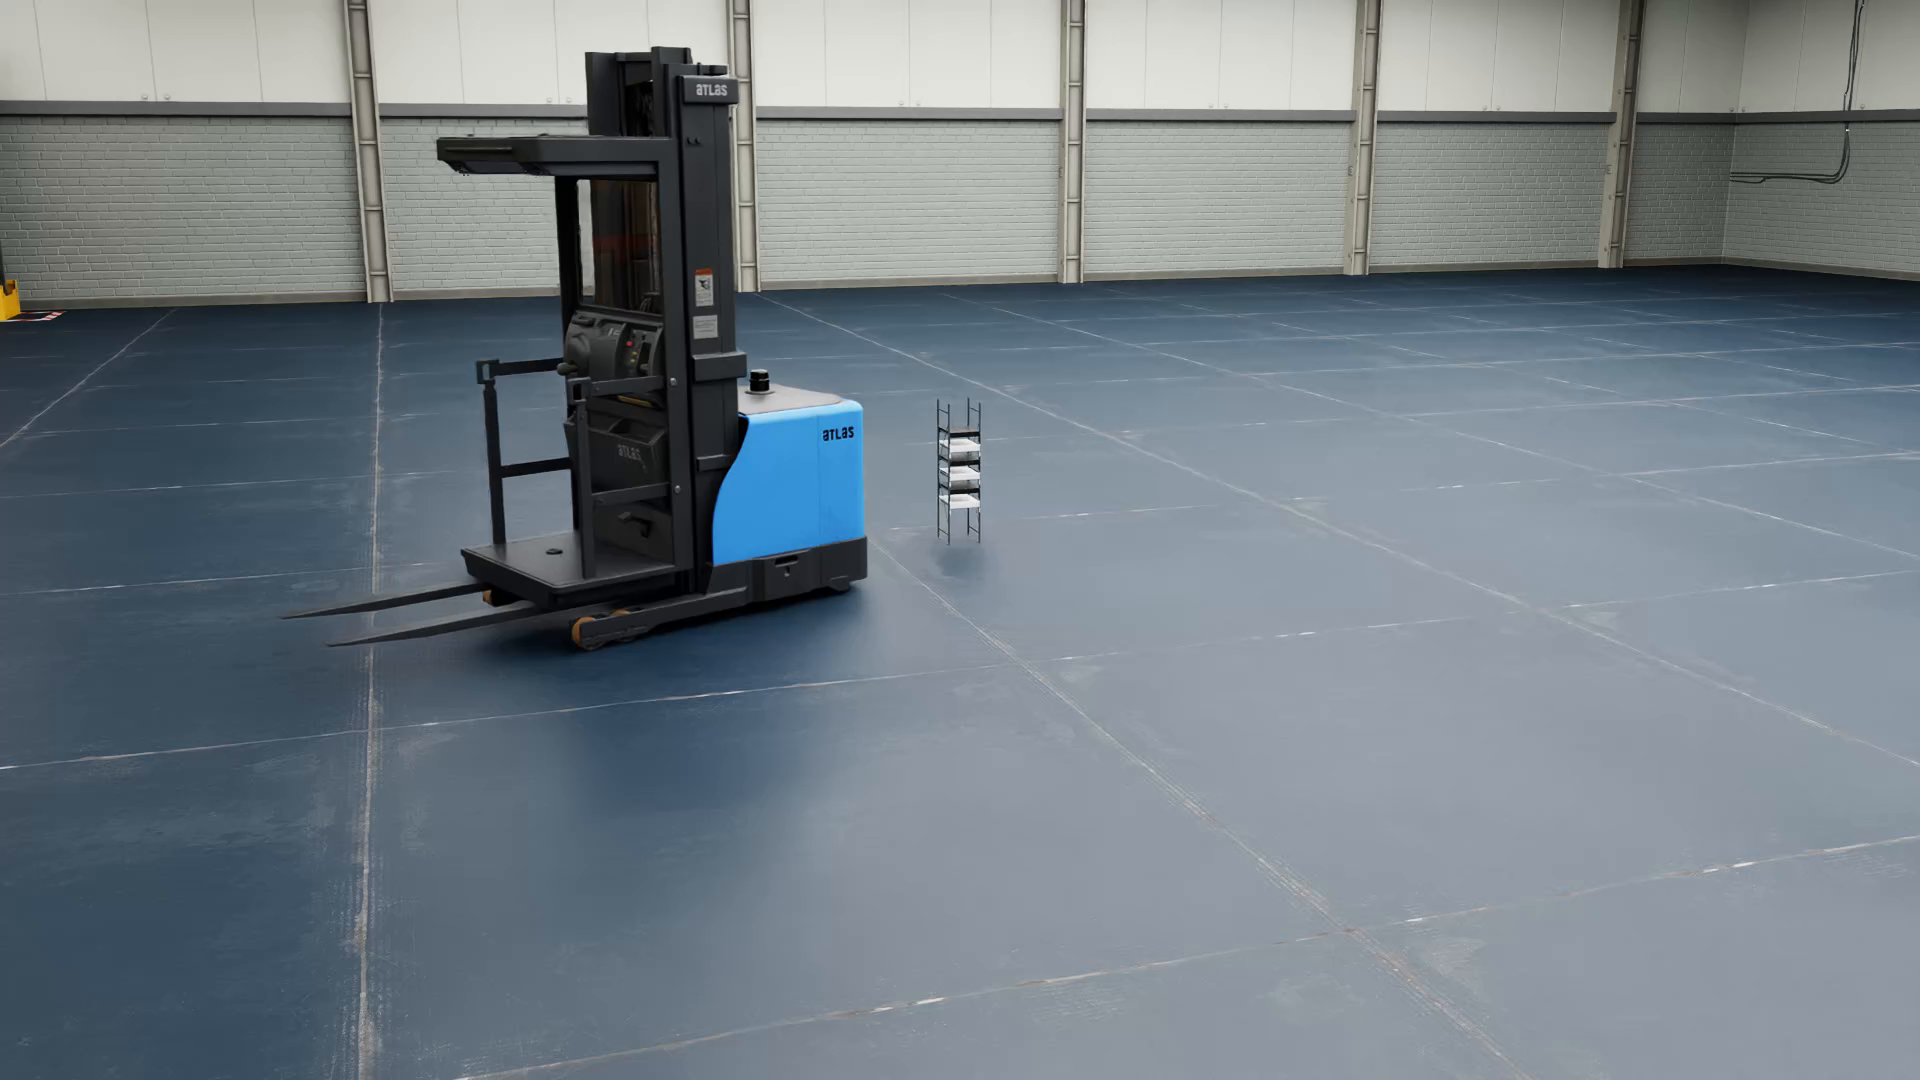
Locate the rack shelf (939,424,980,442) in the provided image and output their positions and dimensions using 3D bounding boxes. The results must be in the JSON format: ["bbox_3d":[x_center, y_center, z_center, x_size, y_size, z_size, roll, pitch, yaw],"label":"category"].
[{"bbox_3d":[-0.008,-0.667,10.481,0.200,0.077,0.258,-4,14,-18],"label":"rack shelf"}]

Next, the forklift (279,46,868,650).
[{"bbox_3d":[-1.971,-1.011,8.560,3.031,2.935,1.130,-11,17,-39],"label":"forklift"}]

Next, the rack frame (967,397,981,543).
[{"bbox_3d":[0.089,-0.445,10.568,0.006,0.900,0.240,-4,14,-18],"label":"rack frame"}]

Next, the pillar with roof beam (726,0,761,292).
[{"bbox_3d":[-2.289,-7.729,23.691,0.400,9.000,9.100,-4,14,-18],"label":"pillar with roof beam"}]

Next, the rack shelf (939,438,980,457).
[{"bbox_3d":[-0.008,-0.580,10.502,0.200,0.077,0.258,-4,14,-18],"label":"rack shelf"}]

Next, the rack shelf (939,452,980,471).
[{"bbox_3d":[-0.008,-0.492,10.523,0.200,0.077,0.258,-4,14,-18],"label":"rack shelf"}]

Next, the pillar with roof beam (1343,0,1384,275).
[{"bbox_3d":[9.084,-8.615,27.414,0.400,9.000,9.100,-4,14,-18],"label":"pillar with roof beam"}]

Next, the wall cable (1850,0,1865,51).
[{"bbox_3d":[17.474,-10.282,30.221,0.112,2.526,3.097,-4,14,-18],"label":"wall cable"}]

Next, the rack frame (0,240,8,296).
[{"bbox_3d":[-14.088,-4.723,24.016,0.127,3.000,1.000,-4,14,-18],"label":"rack frame"}]

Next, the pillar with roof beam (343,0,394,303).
[{"bbox_3d":[-7.976,-7.286,21.829,0.400,9.000,9.100,-4,14,-18],"label":"pillar with roof beam"}]

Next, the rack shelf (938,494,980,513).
[{"bbox_3d":[-0.008,-0.230,10.586,0.200,0.077,0.258,-4,14,-18],"label":"rack shelf"}]

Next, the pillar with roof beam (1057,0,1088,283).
[{"bbox_3d":[3.397,-8.172,25.553,0.400,9.000,9.100,-4,14,-18],"label":"pillar with roof beam"}]

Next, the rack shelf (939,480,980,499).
[{"bbox_3d":[-0.008,-0.317,10.565,0.200,0.077,0.258,-4,14,-18],"label":"rack shelf"}]

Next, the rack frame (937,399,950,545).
[{"bbox_3d":[-0.104,-0.430,10.505,0.006,0.900,0.240,-4,14,-18],"label":"rack frame"}]

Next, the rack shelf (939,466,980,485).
[{"bbox_3d":[-0.008,-0.405,10.544,0.200,0.077,0.258,-4,14,-18],"label":"rack shelf"}]

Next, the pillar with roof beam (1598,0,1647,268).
[{"bbox_3d":[14.771,-9.058,29.276,0.400,9.000,9.100,-4,14,-18],"label":"pillar with roof beam"}]

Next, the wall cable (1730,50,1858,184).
[{"bbox_3d":[16.611,-8.419,33.300,0.112,2.526,3.097,-4,14,-18],"label":"wall cable"}]

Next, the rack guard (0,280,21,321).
[{"bbox_3d":[-14.066,-3.509,24.313,0.348,0.500,1.175,-4,14,-18],"label":"rack guard"}]

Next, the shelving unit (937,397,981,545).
[{"bbox_3d":[-0.008,-0.437,10.536,0.210,0.900,0.258,-4,14,-18],"label":"shelving unit"}]
